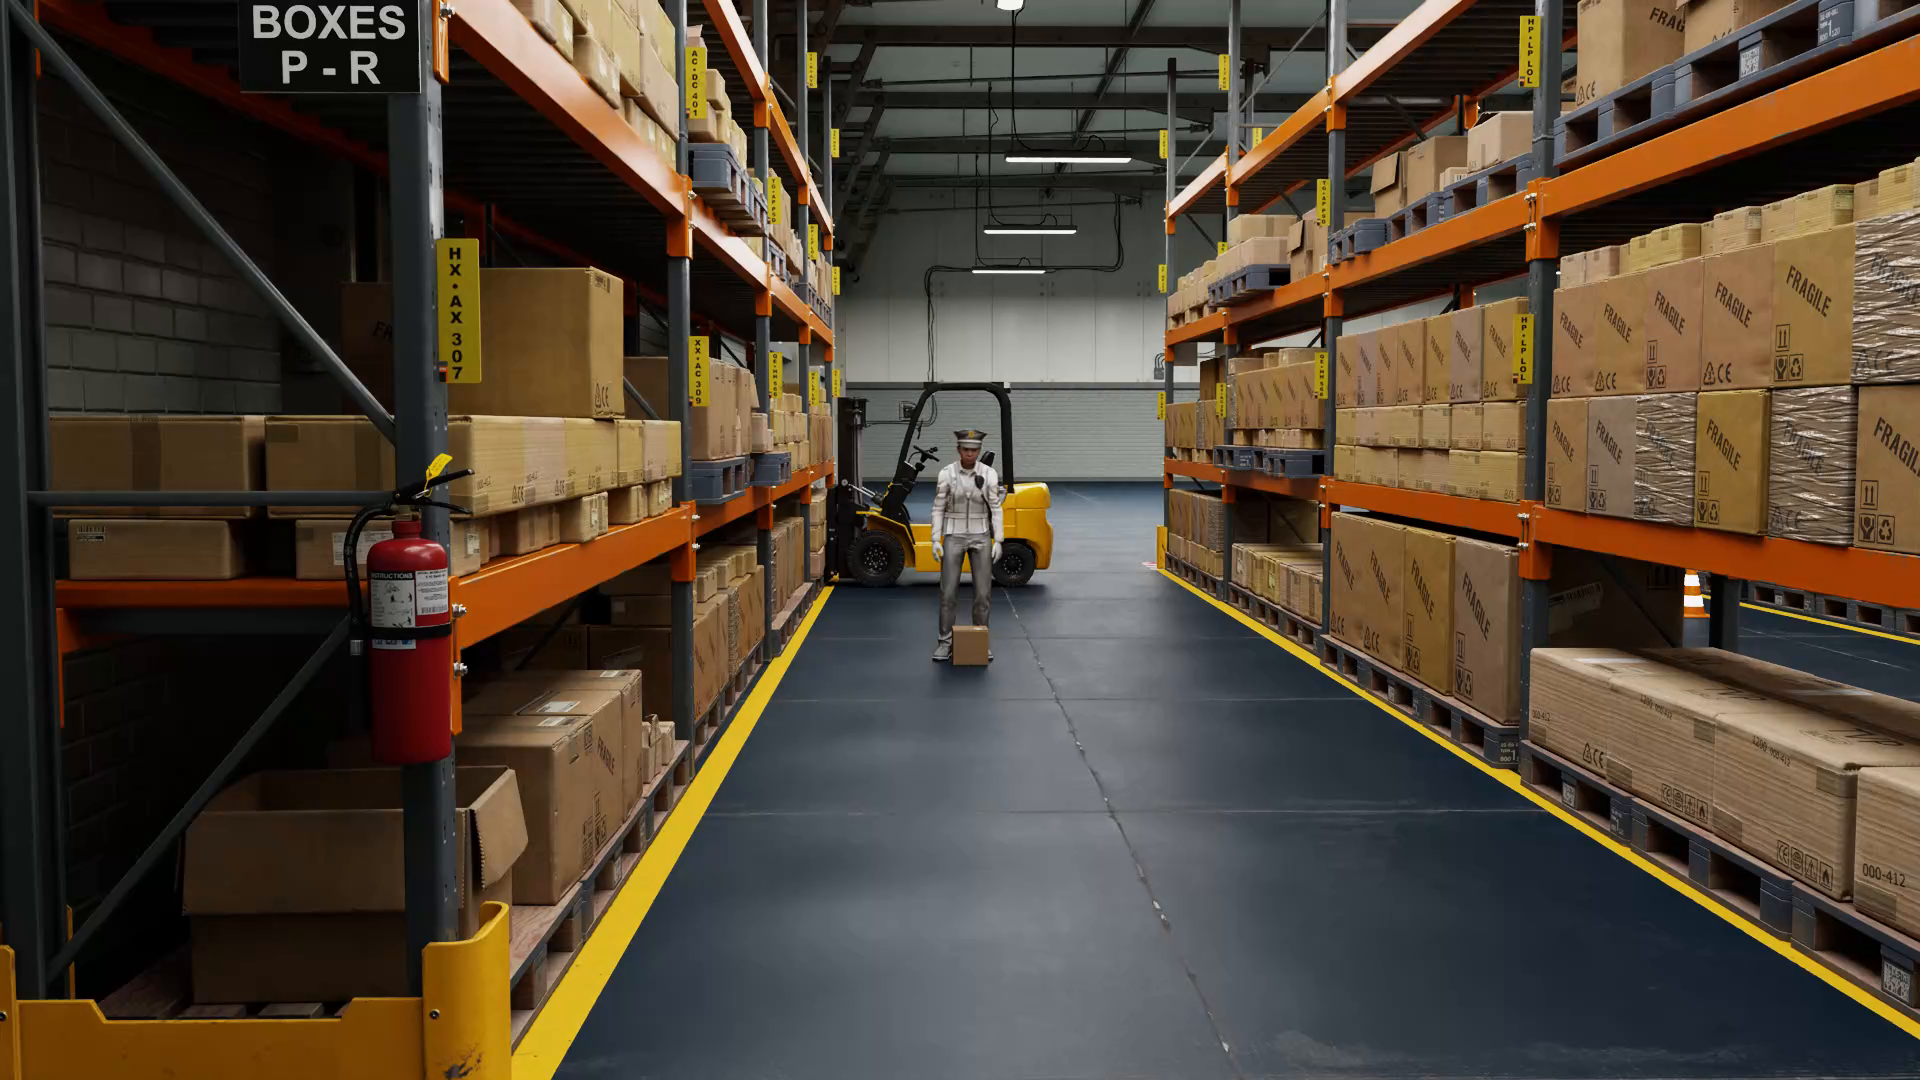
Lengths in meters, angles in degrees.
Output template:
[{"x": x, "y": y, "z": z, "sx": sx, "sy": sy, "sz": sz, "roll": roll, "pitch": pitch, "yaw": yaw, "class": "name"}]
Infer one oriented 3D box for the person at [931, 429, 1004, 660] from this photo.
[{"x": 0.053, "y": 0.029, "z": 12.027, "sx": 0.529, "sy": 1.664, "sz": 0.371, "roll": 0, "pitch": 4, "yaw": -1, "class": "person"}]
